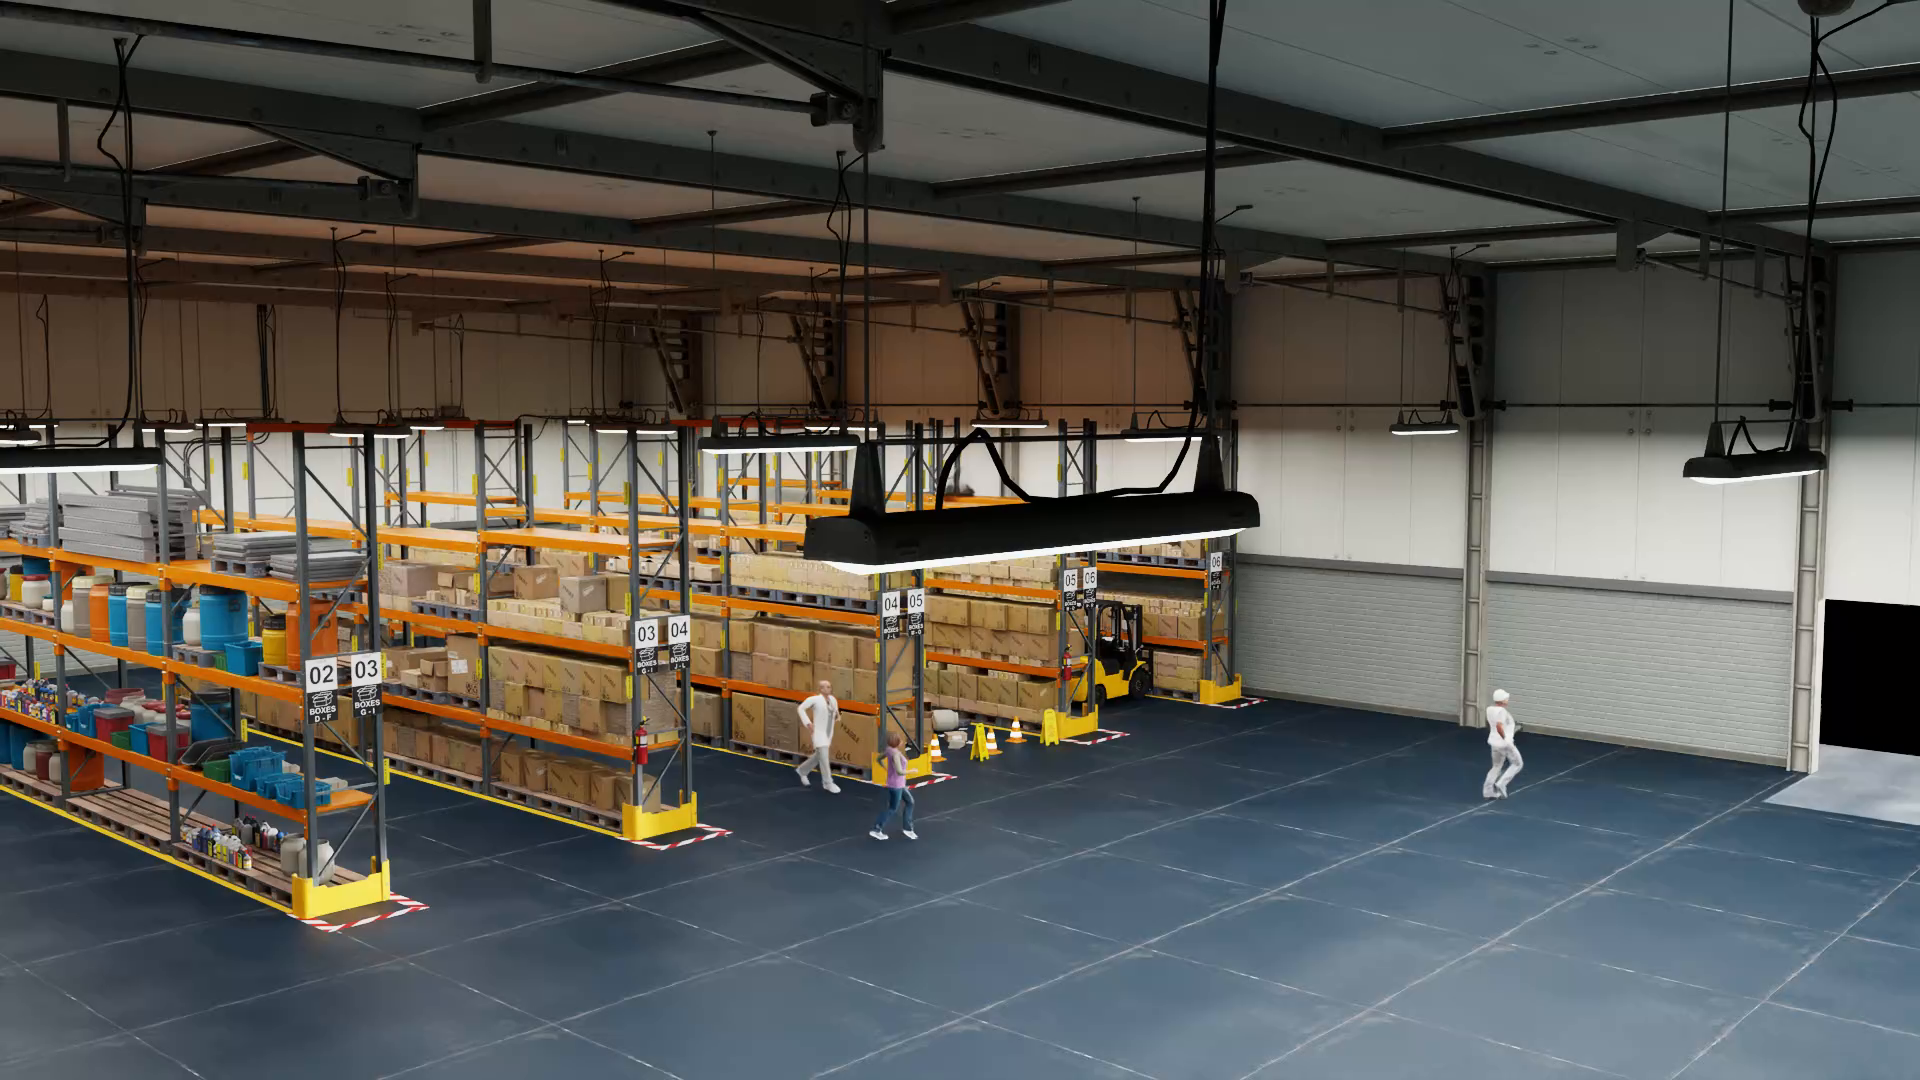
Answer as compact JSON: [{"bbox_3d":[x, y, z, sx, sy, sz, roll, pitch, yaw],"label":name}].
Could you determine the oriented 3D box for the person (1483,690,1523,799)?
[{"bbox_3d":[8.713,3.262,26.619,0.657,1.744,0.662,-1,5,-15],"label":"person"}]

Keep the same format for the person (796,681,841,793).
[{"bbox_3d":[-2.241,3.182,27.295,1.077,1.748,0.728,4,6,38],"label":"person"}]

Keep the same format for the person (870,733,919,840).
[{"bbox_3d":[-0.954,3.581,24.064,0.733,1.620,0.541,-1,5,-10],"label":"person"}]

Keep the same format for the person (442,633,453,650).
[{"bbox_3d":[-10.393,2.720,34.151,0.571,1.625,0.537,-5,6,-44],"label":"person"}]
